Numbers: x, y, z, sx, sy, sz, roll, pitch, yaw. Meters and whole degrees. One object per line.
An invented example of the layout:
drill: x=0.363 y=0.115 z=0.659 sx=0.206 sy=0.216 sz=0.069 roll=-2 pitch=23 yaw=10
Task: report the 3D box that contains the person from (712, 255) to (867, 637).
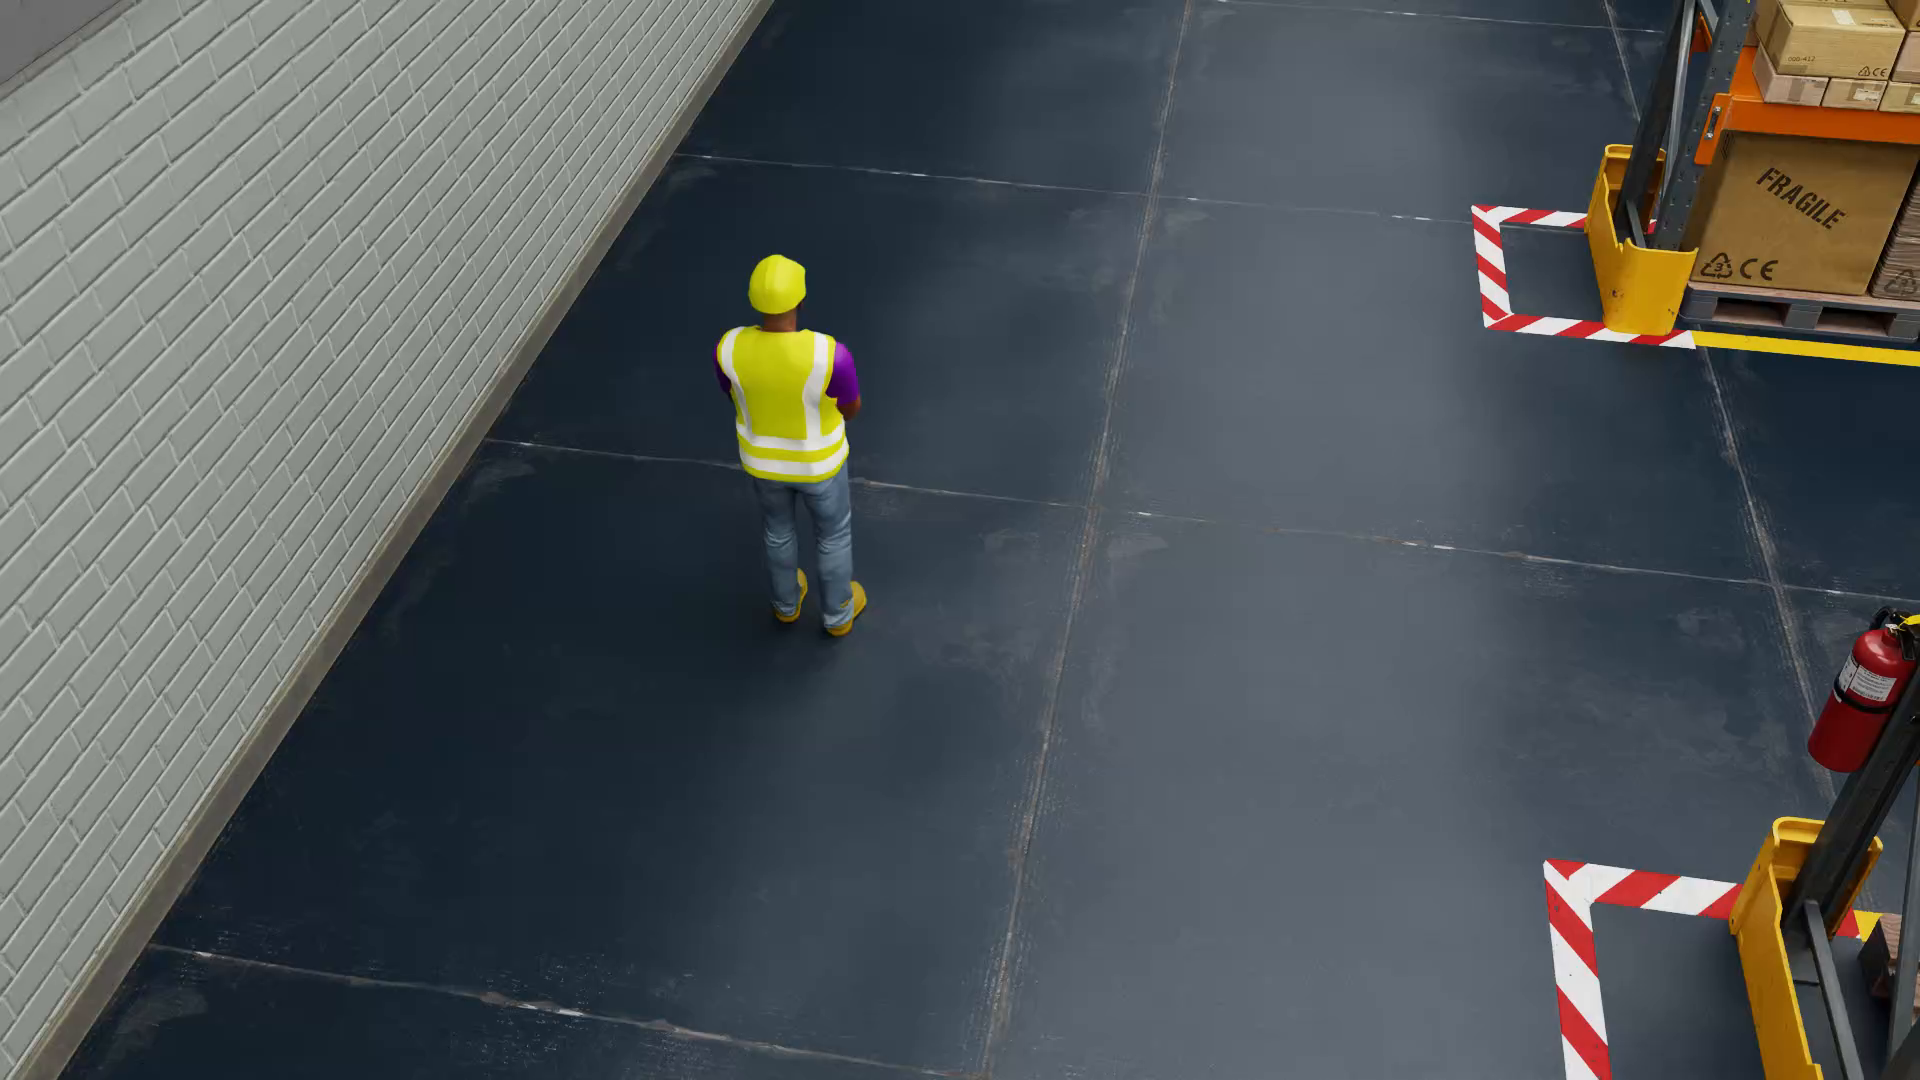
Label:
person: x=-0.637 y=-0.394 z=6.602 sx=0.542 sy=1.770 sz=0.551 roll=6 pitch=41 yaw=7
